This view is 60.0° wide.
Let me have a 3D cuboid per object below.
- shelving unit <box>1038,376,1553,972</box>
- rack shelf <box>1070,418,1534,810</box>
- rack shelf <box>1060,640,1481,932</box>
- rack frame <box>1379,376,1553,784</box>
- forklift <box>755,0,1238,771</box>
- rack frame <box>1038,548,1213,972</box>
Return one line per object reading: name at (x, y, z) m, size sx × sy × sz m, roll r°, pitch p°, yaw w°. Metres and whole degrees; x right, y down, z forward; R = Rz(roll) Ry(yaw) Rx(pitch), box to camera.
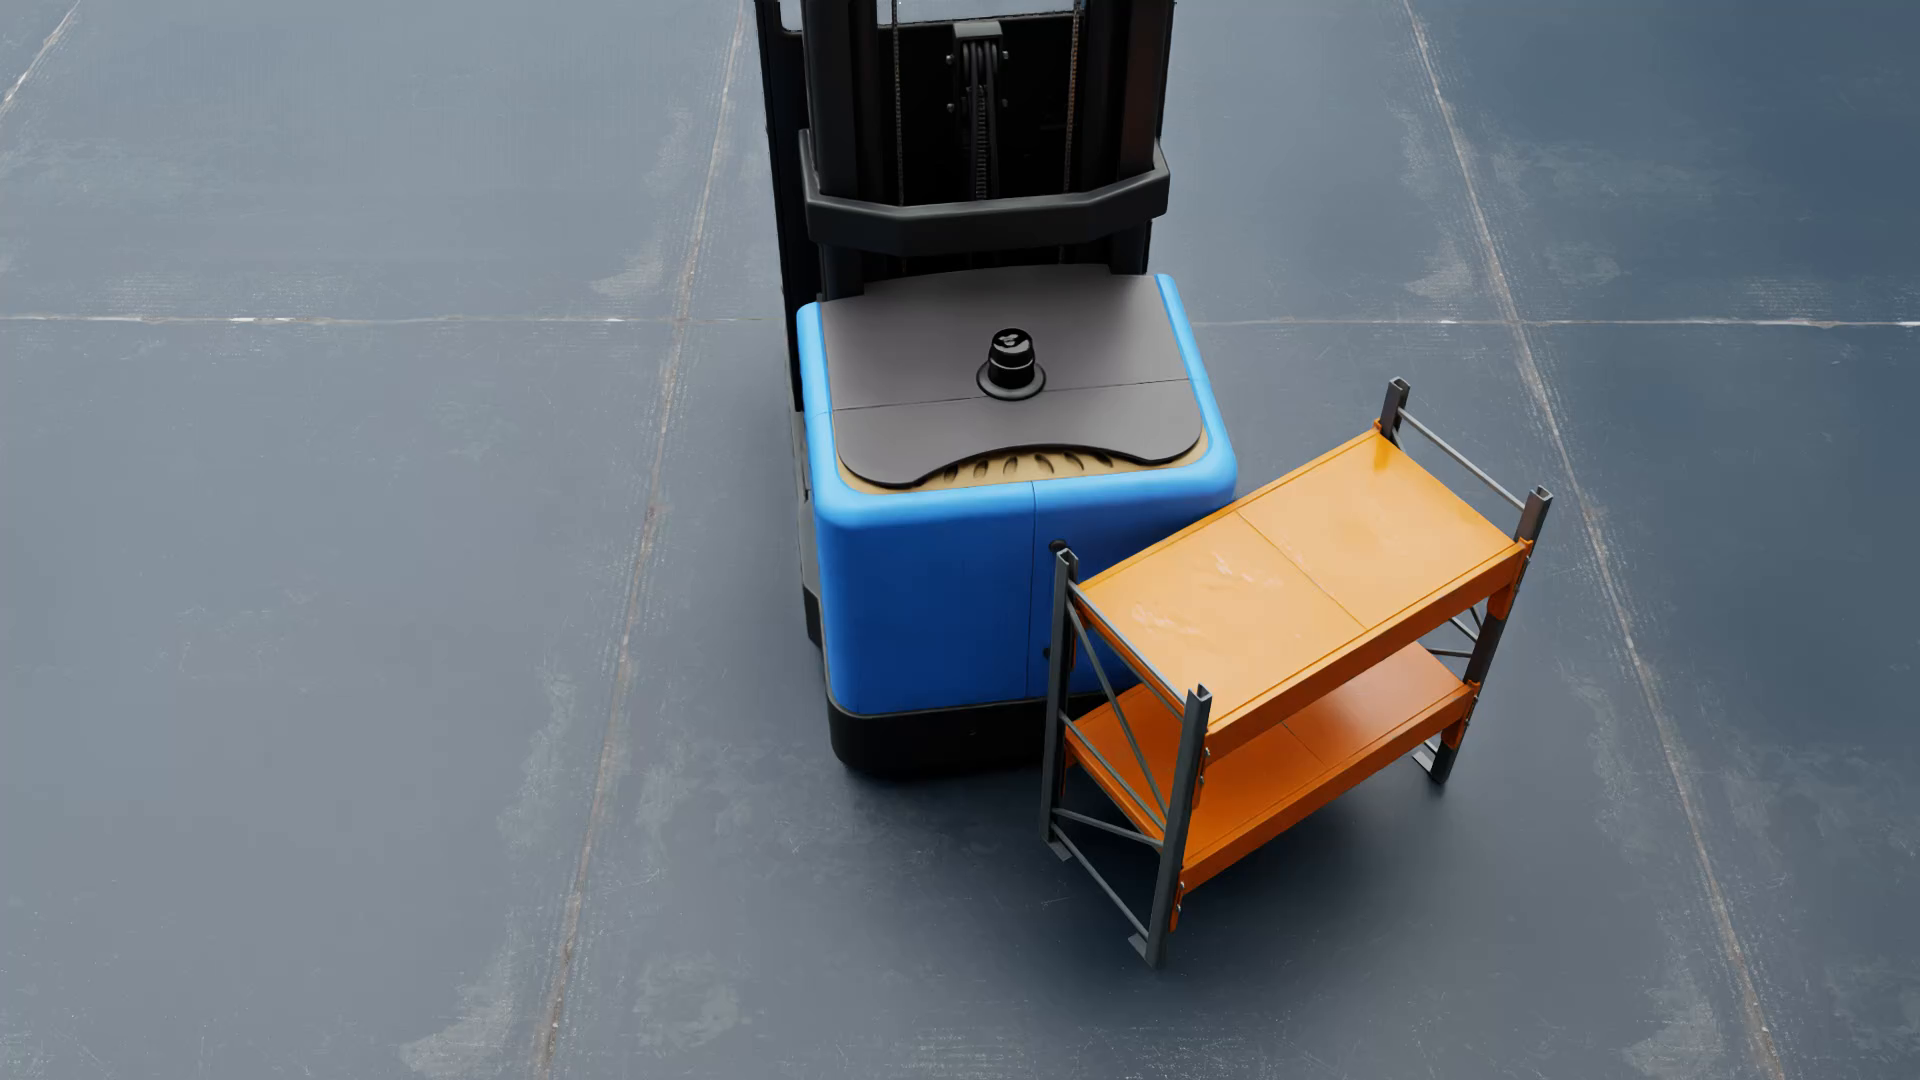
shelving unit at (0.786, 0.347, 4.158) m, size 1.048 × 1.125 × 0.538 m, roll -27°, pitch 52°, yaw -23°
rack shelf at (0.786, 0.148, 3.944) m, size 1.000 × 0.278 × 0.538 m, roll -27°, pitch 52°, yaw -23°
rack shelf at (0.786, 0.514, 4.337) m, size 1.000 × 0.278 × 0.538 m, roll -27°, pitch 52°, yaw -23°
rack frame at (1.206, 0.137, 4.354) m, size 0.032 × 1.125 × 0.500 m, roll -27°, pitch 52°, yaw -23°
forklift at (-0.018, -1.455, 4.602) m, size 1.130 × 2.935 × 3.031 m, roll -5°, pitch 47°, yaw -5°
rack frame at (0.367, 0.557, 3.963) m, size 0.032 × 1.125 × 0.500 m, roll -27°, pitch 52°, yaw -23°
